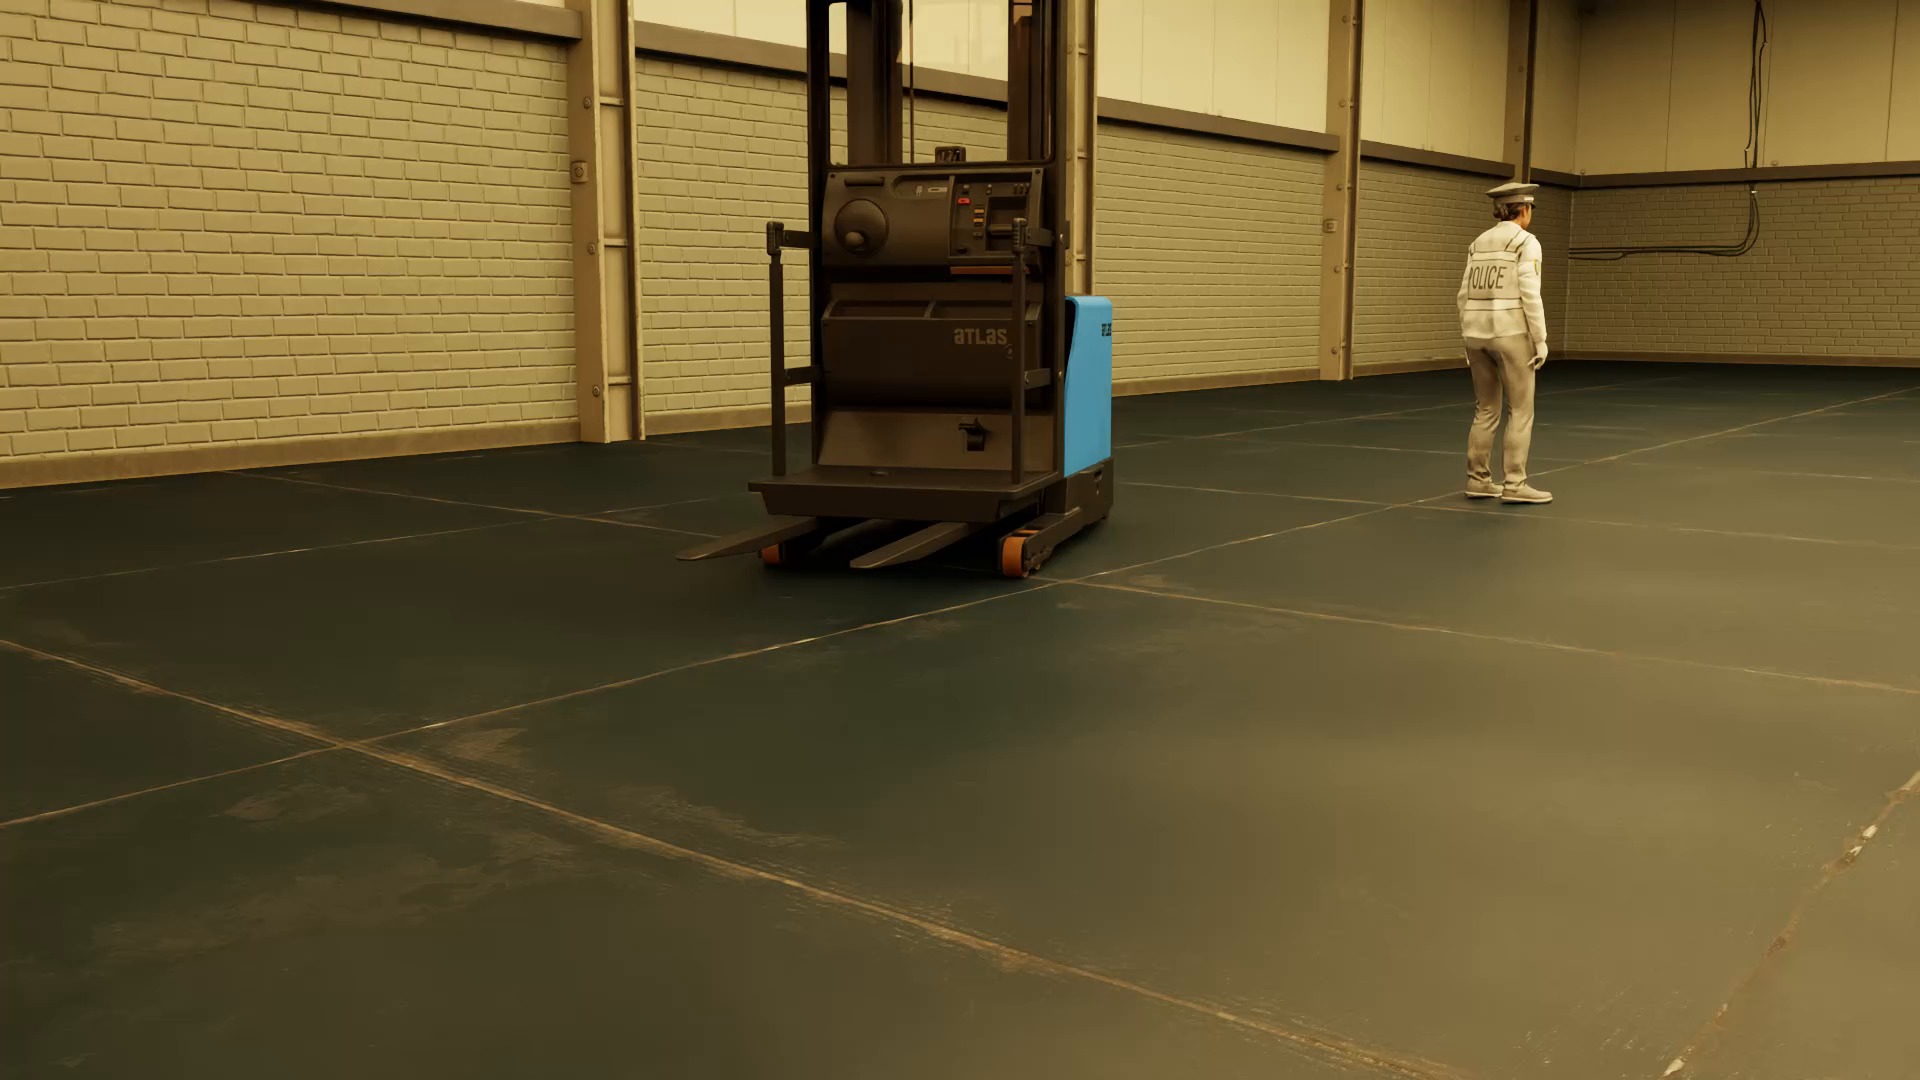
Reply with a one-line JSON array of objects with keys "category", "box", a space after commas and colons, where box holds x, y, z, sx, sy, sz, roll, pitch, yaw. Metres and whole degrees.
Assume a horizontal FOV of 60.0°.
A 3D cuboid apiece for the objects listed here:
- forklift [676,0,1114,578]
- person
[{"category": "forklift", "box": [-0.176, -1.366, 6.616, 1.130, 2.935, 3.031, 3, 9, 17]}, {"category": "person", "box": [2.863, -1.039, 8.770, 0.376, 1.662, 0.543, -5, 10, -29]}]
